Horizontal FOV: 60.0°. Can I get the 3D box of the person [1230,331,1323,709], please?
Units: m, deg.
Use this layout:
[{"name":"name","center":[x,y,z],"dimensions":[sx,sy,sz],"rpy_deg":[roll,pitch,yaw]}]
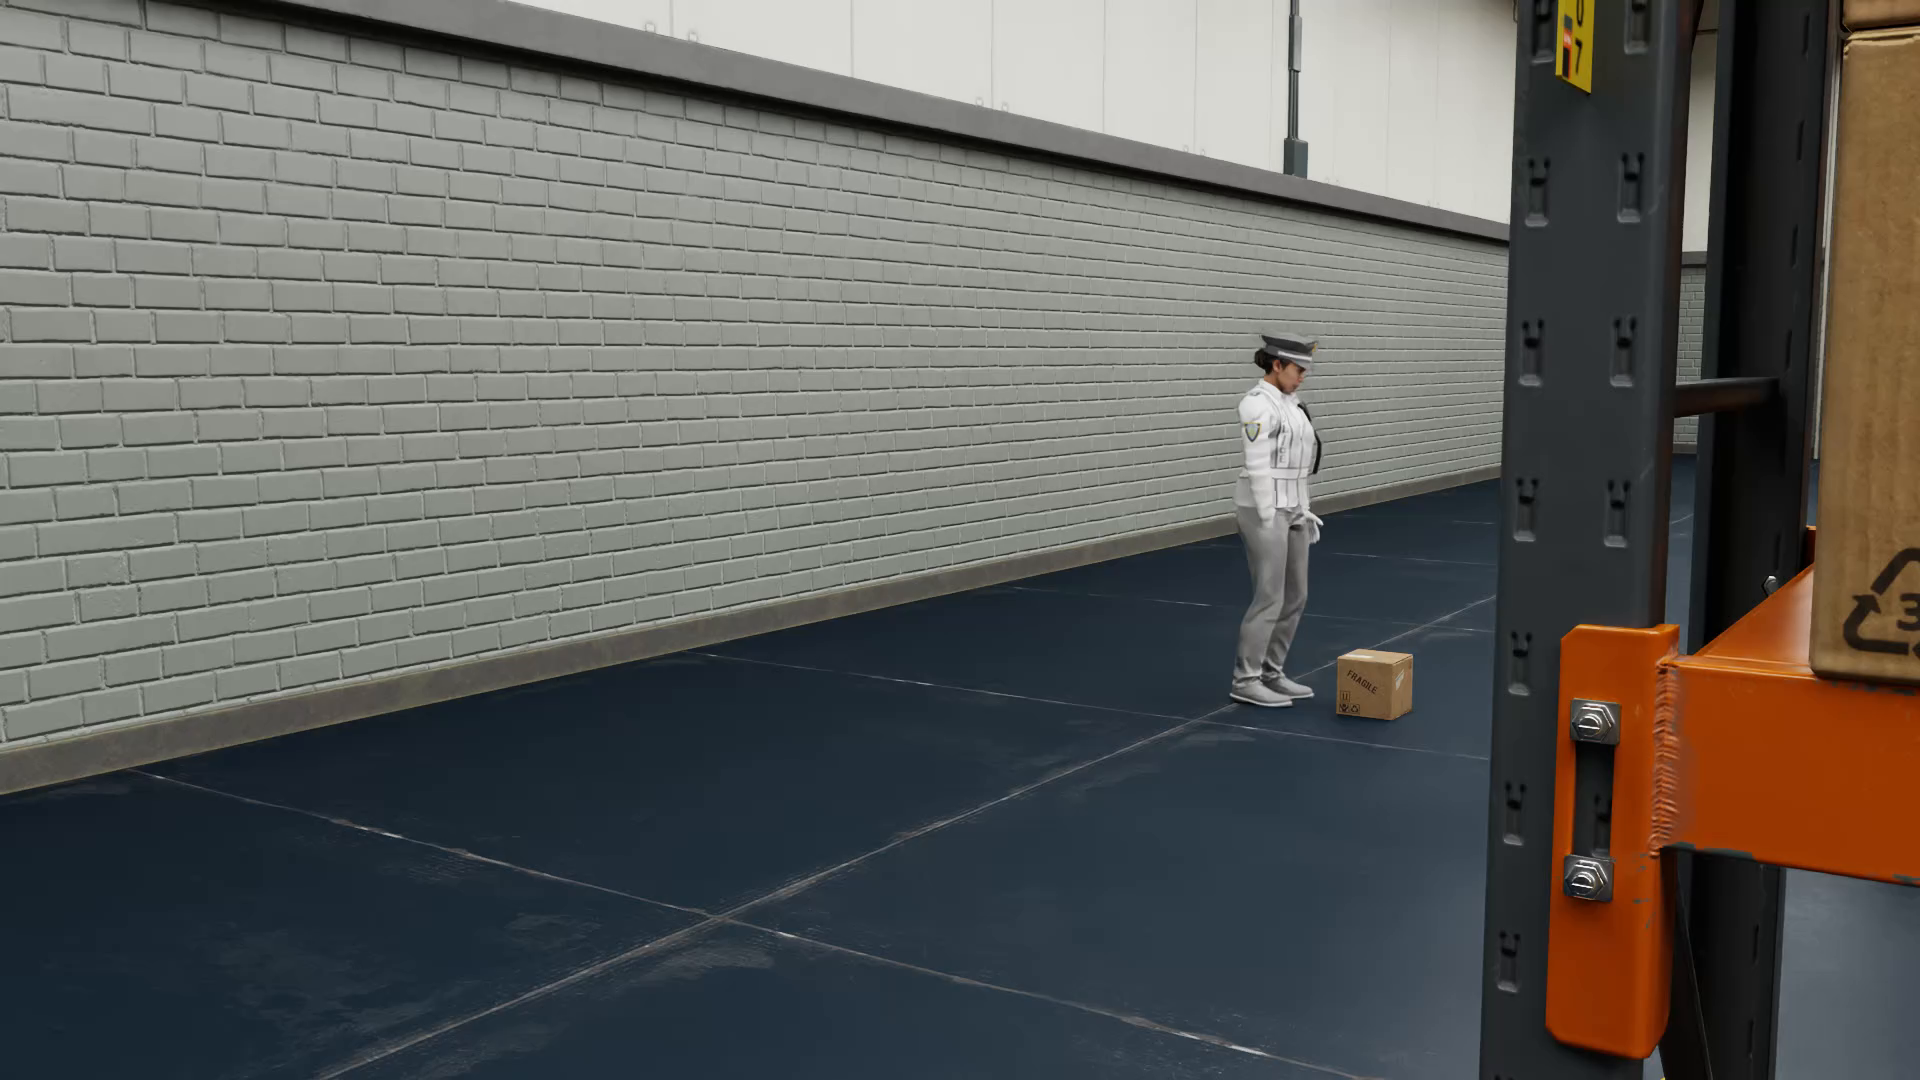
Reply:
[{"name":"person","center":[1.418,-0.099,7.444],"dimensions":[0.338,1.659,0.477],"rpy_deg":[4,8,35]}]
